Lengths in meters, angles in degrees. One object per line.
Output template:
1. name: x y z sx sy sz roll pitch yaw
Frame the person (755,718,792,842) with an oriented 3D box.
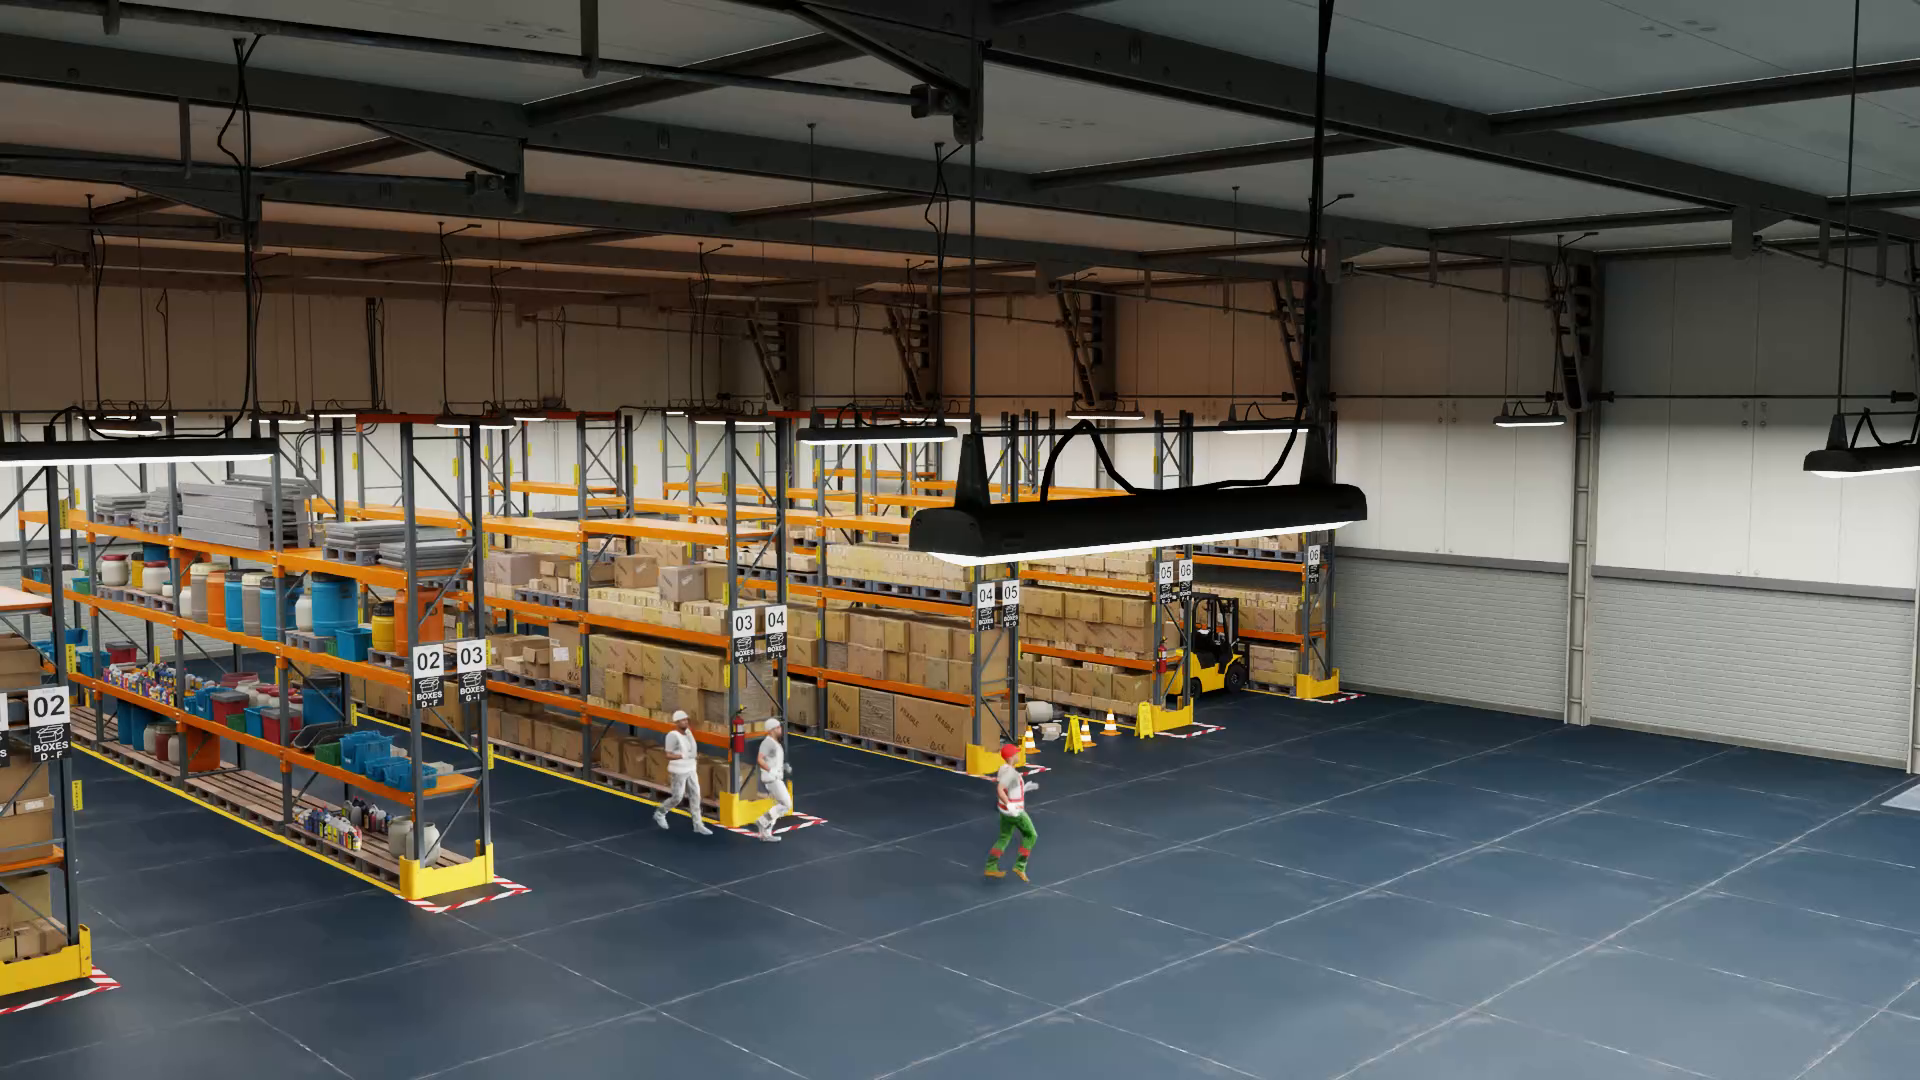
1. person: -2.645 3.406 23.661 0.529 1.735 0.683 0 5 0

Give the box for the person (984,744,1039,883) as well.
1. person: 0.690 3.562 21.639 0.748 1.828 0.644 -2 5 -18

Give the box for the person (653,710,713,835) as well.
1. person: -3.984 3.330 23.922 0.959 1.765 0.693 3 6 27

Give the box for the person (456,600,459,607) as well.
1. person: -11.413 2.222 37.737 0.841 1.742 0.762 -3 6 -29
